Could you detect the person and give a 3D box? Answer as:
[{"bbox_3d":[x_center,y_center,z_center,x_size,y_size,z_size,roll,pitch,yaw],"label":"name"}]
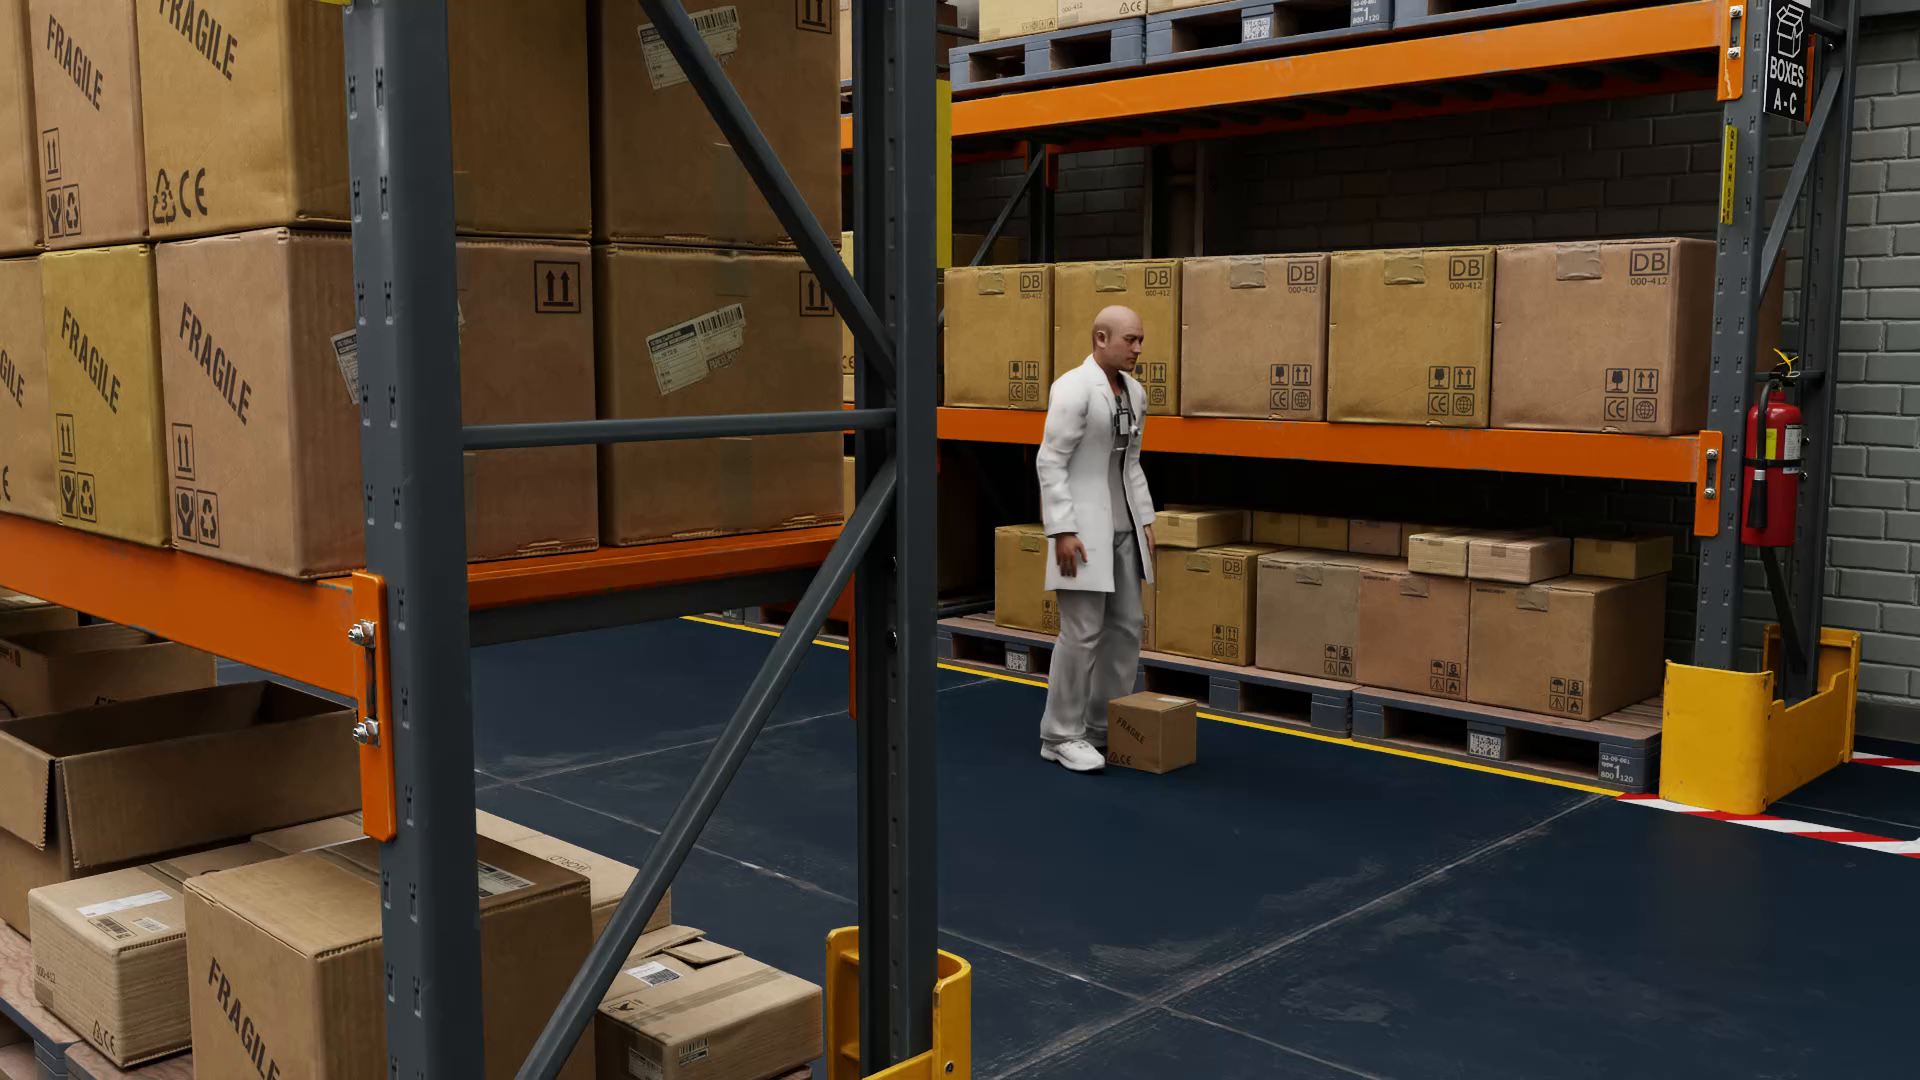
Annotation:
[{"bbox_3d":[0.552,-0.026,6.527,0.418,1.774,0.653,6,9,41],"label":"person"}]
